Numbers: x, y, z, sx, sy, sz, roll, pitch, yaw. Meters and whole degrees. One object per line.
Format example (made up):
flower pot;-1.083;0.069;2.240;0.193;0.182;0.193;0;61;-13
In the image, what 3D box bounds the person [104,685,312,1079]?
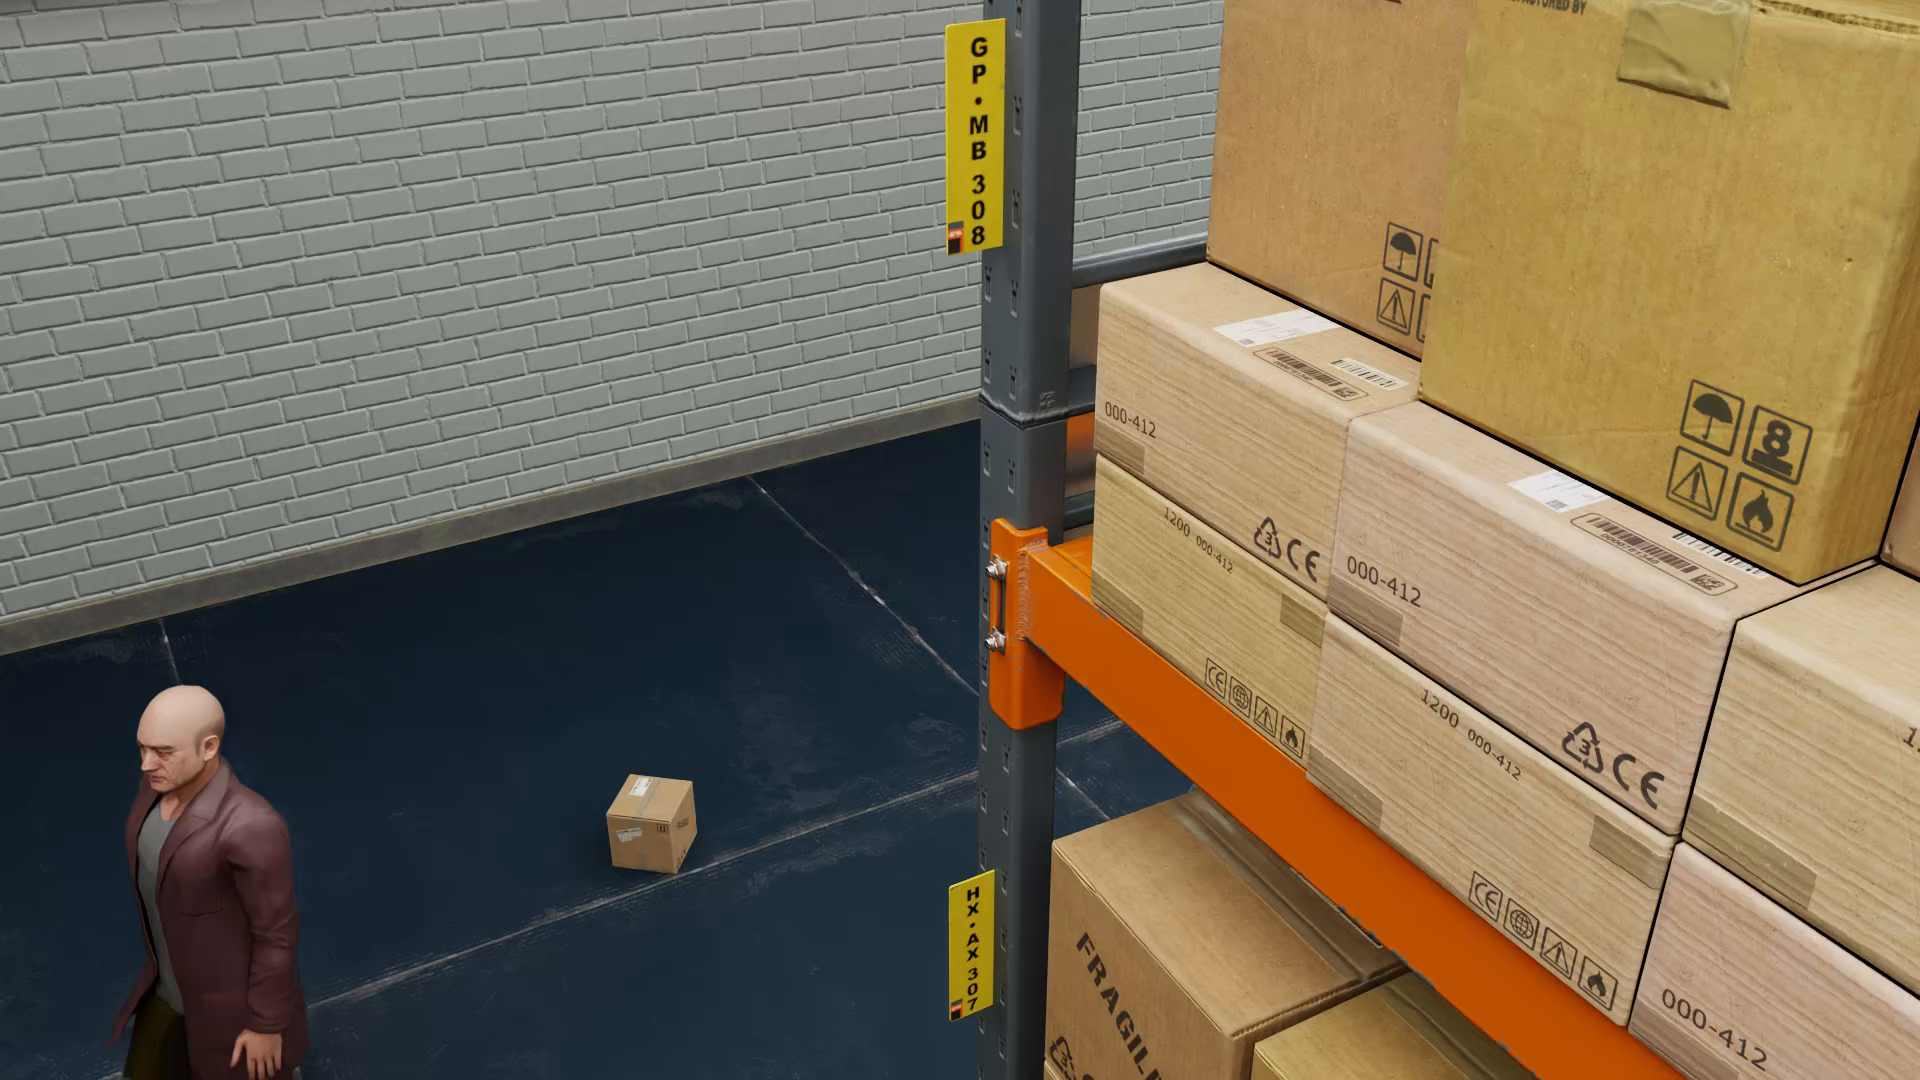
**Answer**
person;-1.979;1.197;4.409;0.608;1.786;0.497;19;34;31
